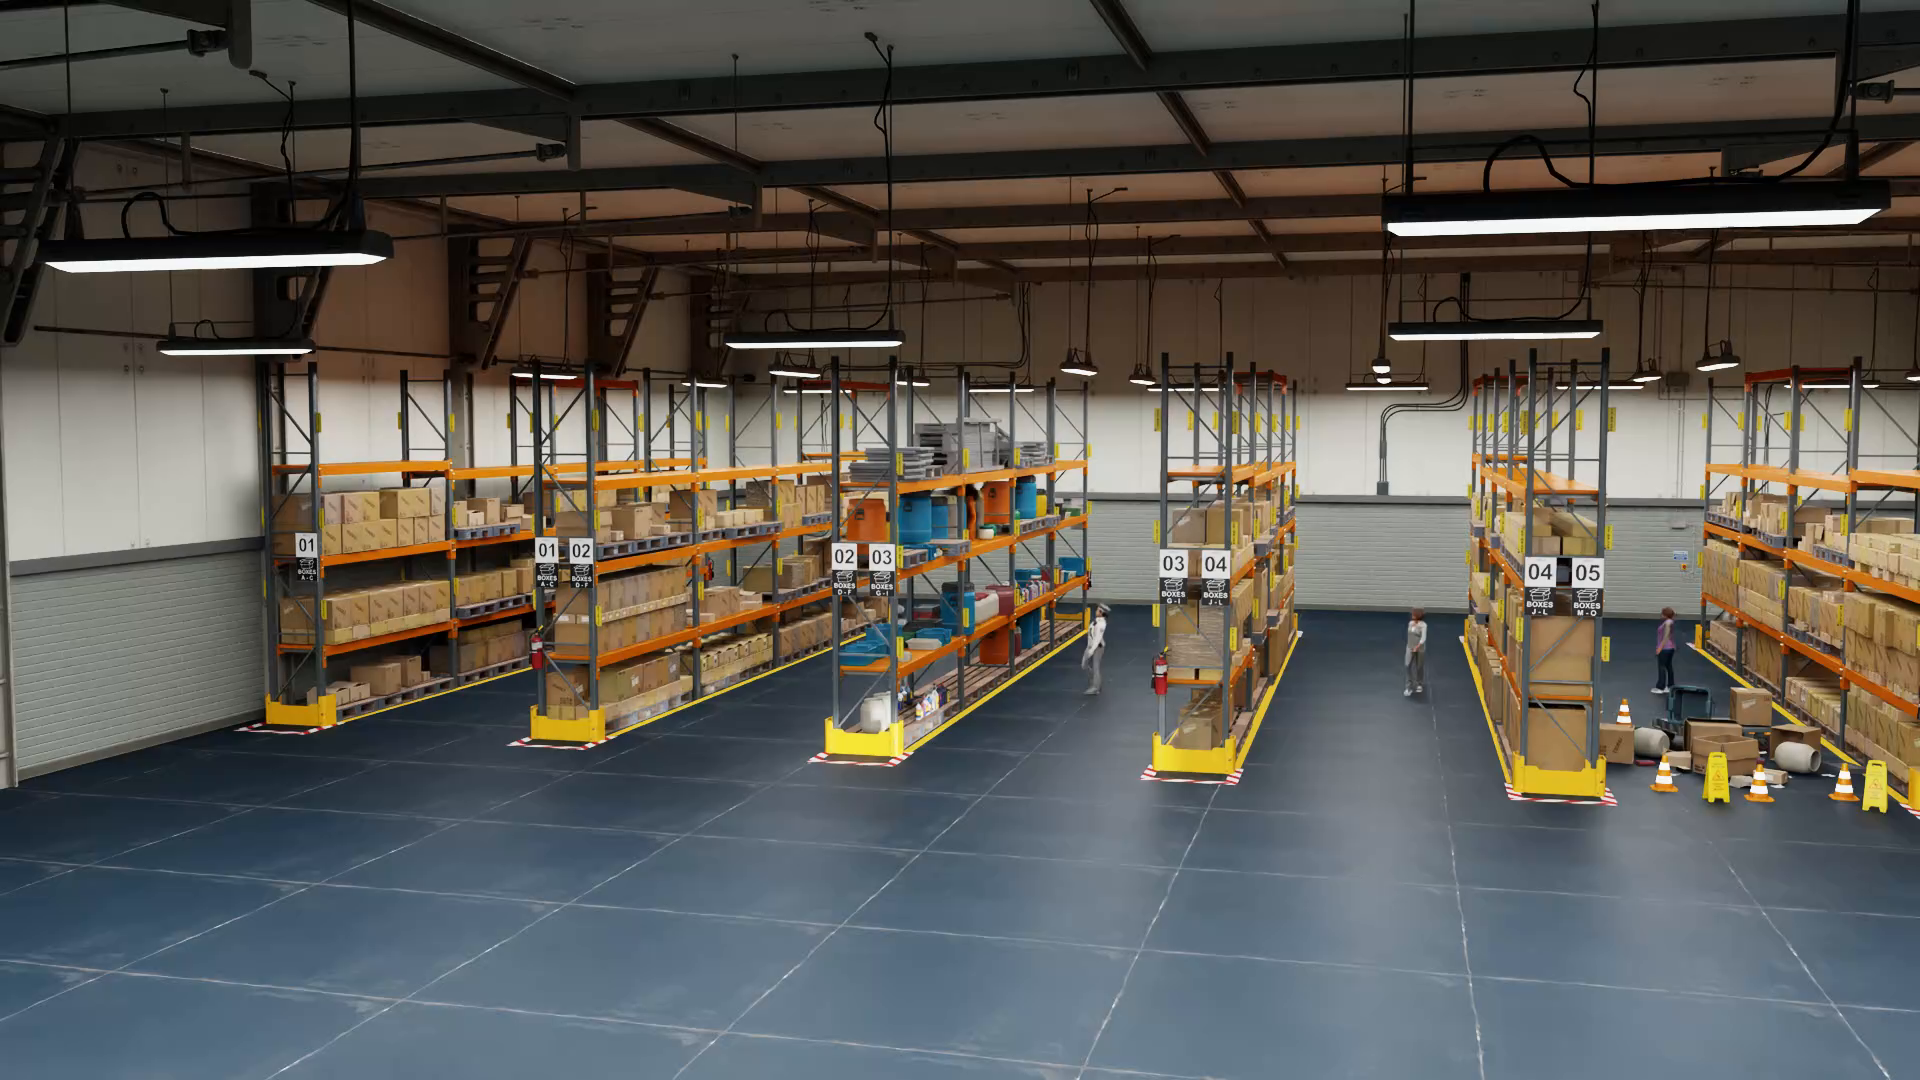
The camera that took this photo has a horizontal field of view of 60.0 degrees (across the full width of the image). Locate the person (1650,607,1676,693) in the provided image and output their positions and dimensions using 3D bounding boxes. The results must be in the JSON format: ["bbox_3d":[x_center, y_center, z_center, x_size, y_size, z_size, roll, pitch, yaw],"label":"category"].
[{"bbox_3d":[13.049,2.044,30.820,0.521,1.600,0.378,-4,6,-44],"label":"person"}]

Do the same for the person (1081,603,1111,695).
[{"bbox_3d":[2.490,2.005,30.631,0.471,1.702,0.502,-2,4,-24],"label":"person"}]

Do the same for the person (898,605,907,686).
[{"bbox_3d":[-1.061,2.025,30.165,0.569,1.715,0.427,-1,4,-18],"label":"person"}]

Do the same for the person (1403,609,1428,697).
[{"bbox_3d":[8.411,2.065,30.661,0.393,1.608,0.729,2,5,30],"label":"person"}]

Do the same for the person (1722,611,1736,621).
[{"bbox_3d":[17.885,1.482,38.245,0.777,1.623,0.499,1,4,8],"label":"person"}]
